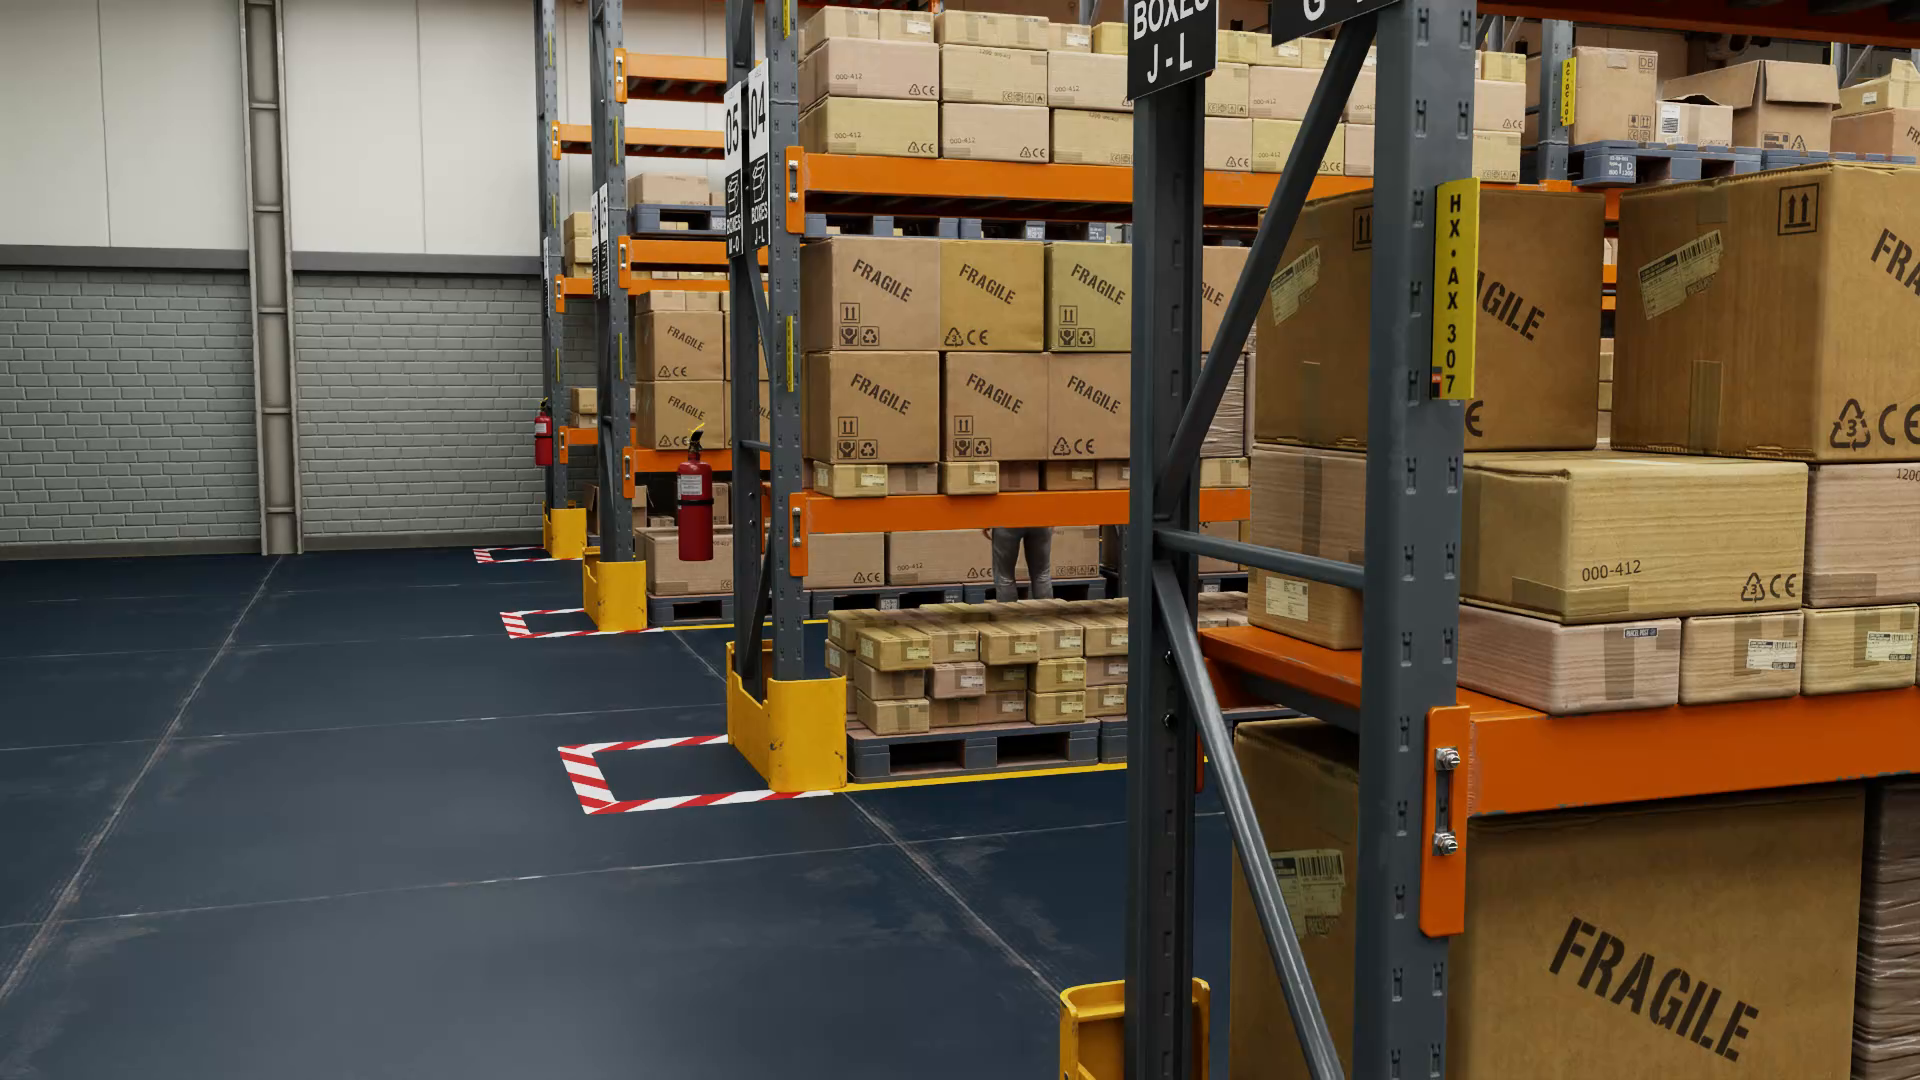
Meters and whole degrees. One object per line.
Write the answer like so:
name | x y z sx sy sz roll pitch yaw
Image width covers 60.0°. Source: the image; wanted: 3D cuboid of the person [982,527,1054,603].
person | 0.410 -0.174 11.427 0.593 1.771 0.475 -2 6 -22
